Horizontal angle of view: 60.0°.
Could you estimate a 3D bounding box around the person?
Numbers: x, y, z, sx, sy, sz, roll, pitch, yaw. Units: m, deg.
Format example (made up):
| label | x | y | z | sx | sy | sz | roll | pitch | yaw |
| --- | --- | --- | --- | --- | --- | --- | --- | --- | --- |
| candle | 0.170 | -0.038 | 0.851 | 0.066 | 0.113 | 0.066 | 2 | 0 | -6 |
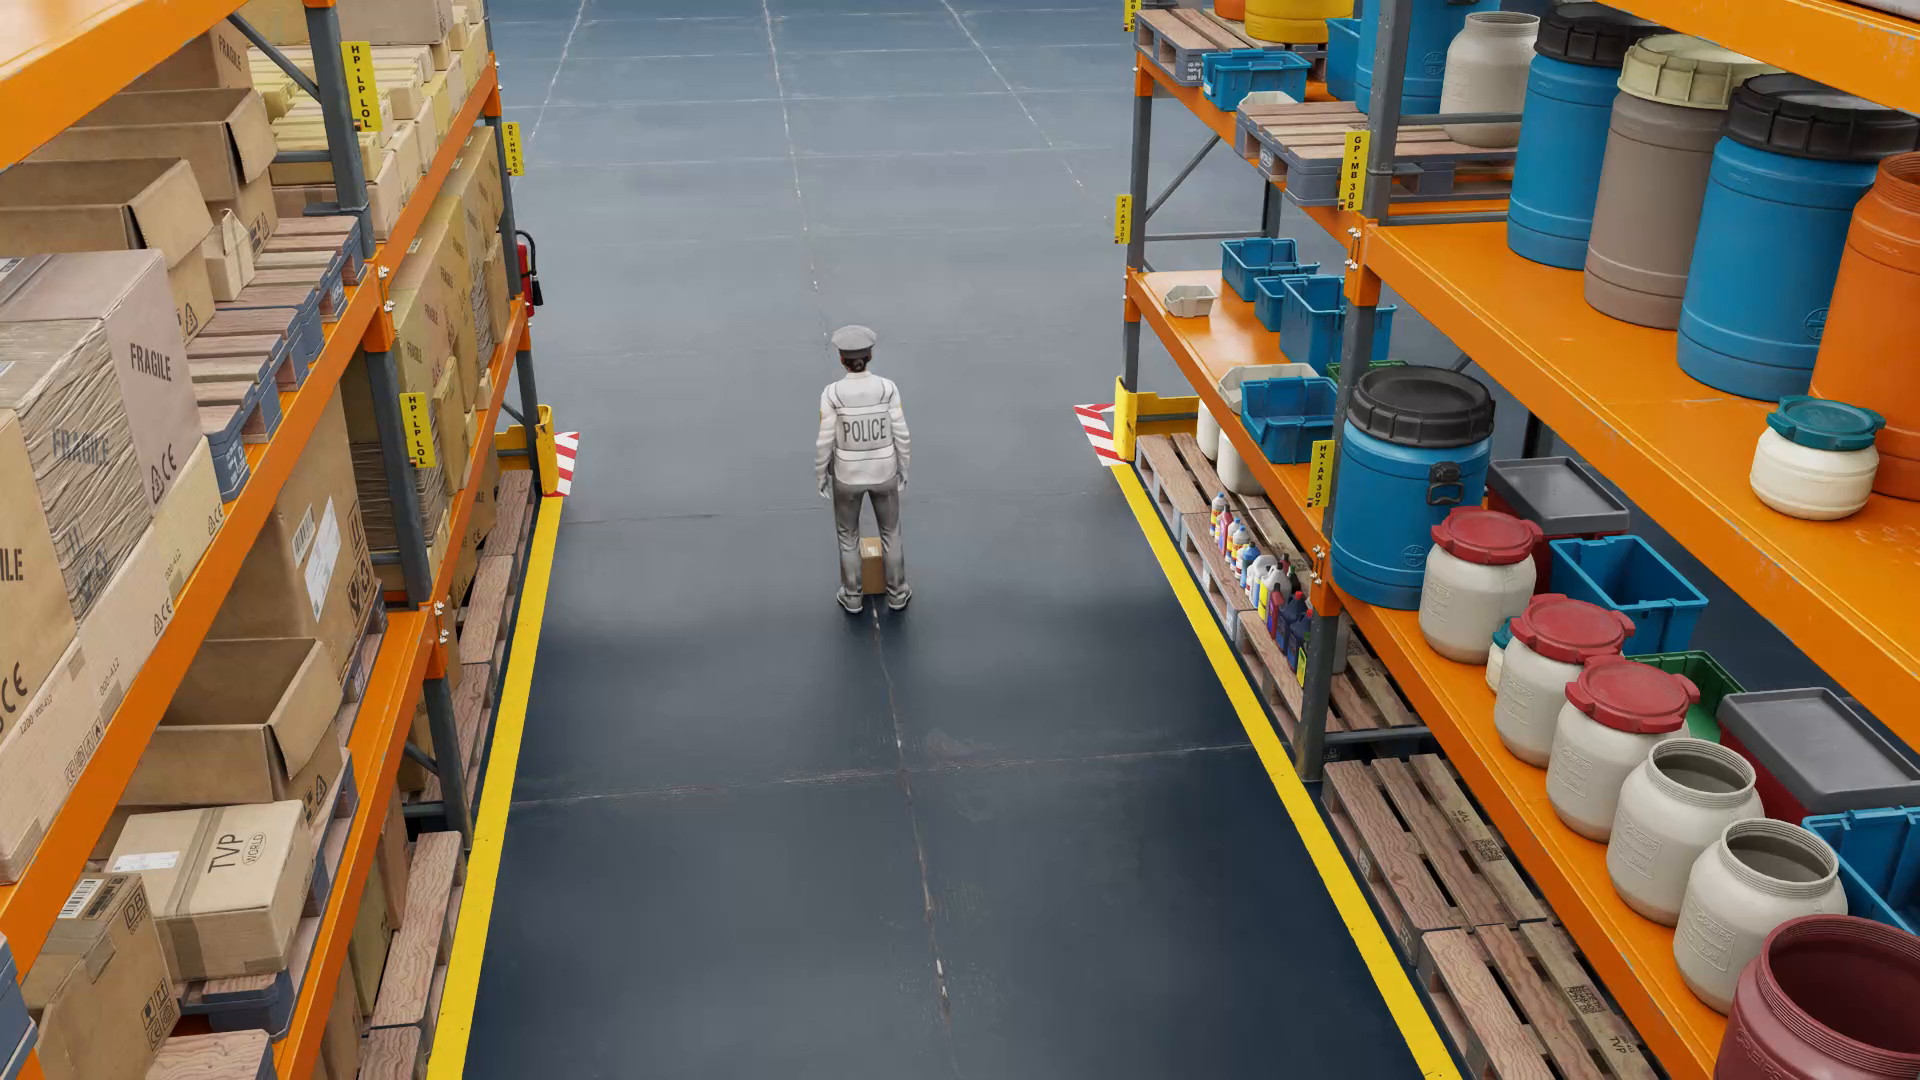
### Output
| label | x | y | z | sx | sy | sz | roll | pitch | yaw |
| --- | --- | --- | --- | --- | --- | --- | --- | --- | --- |
| person | -0.541 | -0.364 | 9.316 | 0.547 | 1.667 | 0.369 | -5 | 28 | -10 |
